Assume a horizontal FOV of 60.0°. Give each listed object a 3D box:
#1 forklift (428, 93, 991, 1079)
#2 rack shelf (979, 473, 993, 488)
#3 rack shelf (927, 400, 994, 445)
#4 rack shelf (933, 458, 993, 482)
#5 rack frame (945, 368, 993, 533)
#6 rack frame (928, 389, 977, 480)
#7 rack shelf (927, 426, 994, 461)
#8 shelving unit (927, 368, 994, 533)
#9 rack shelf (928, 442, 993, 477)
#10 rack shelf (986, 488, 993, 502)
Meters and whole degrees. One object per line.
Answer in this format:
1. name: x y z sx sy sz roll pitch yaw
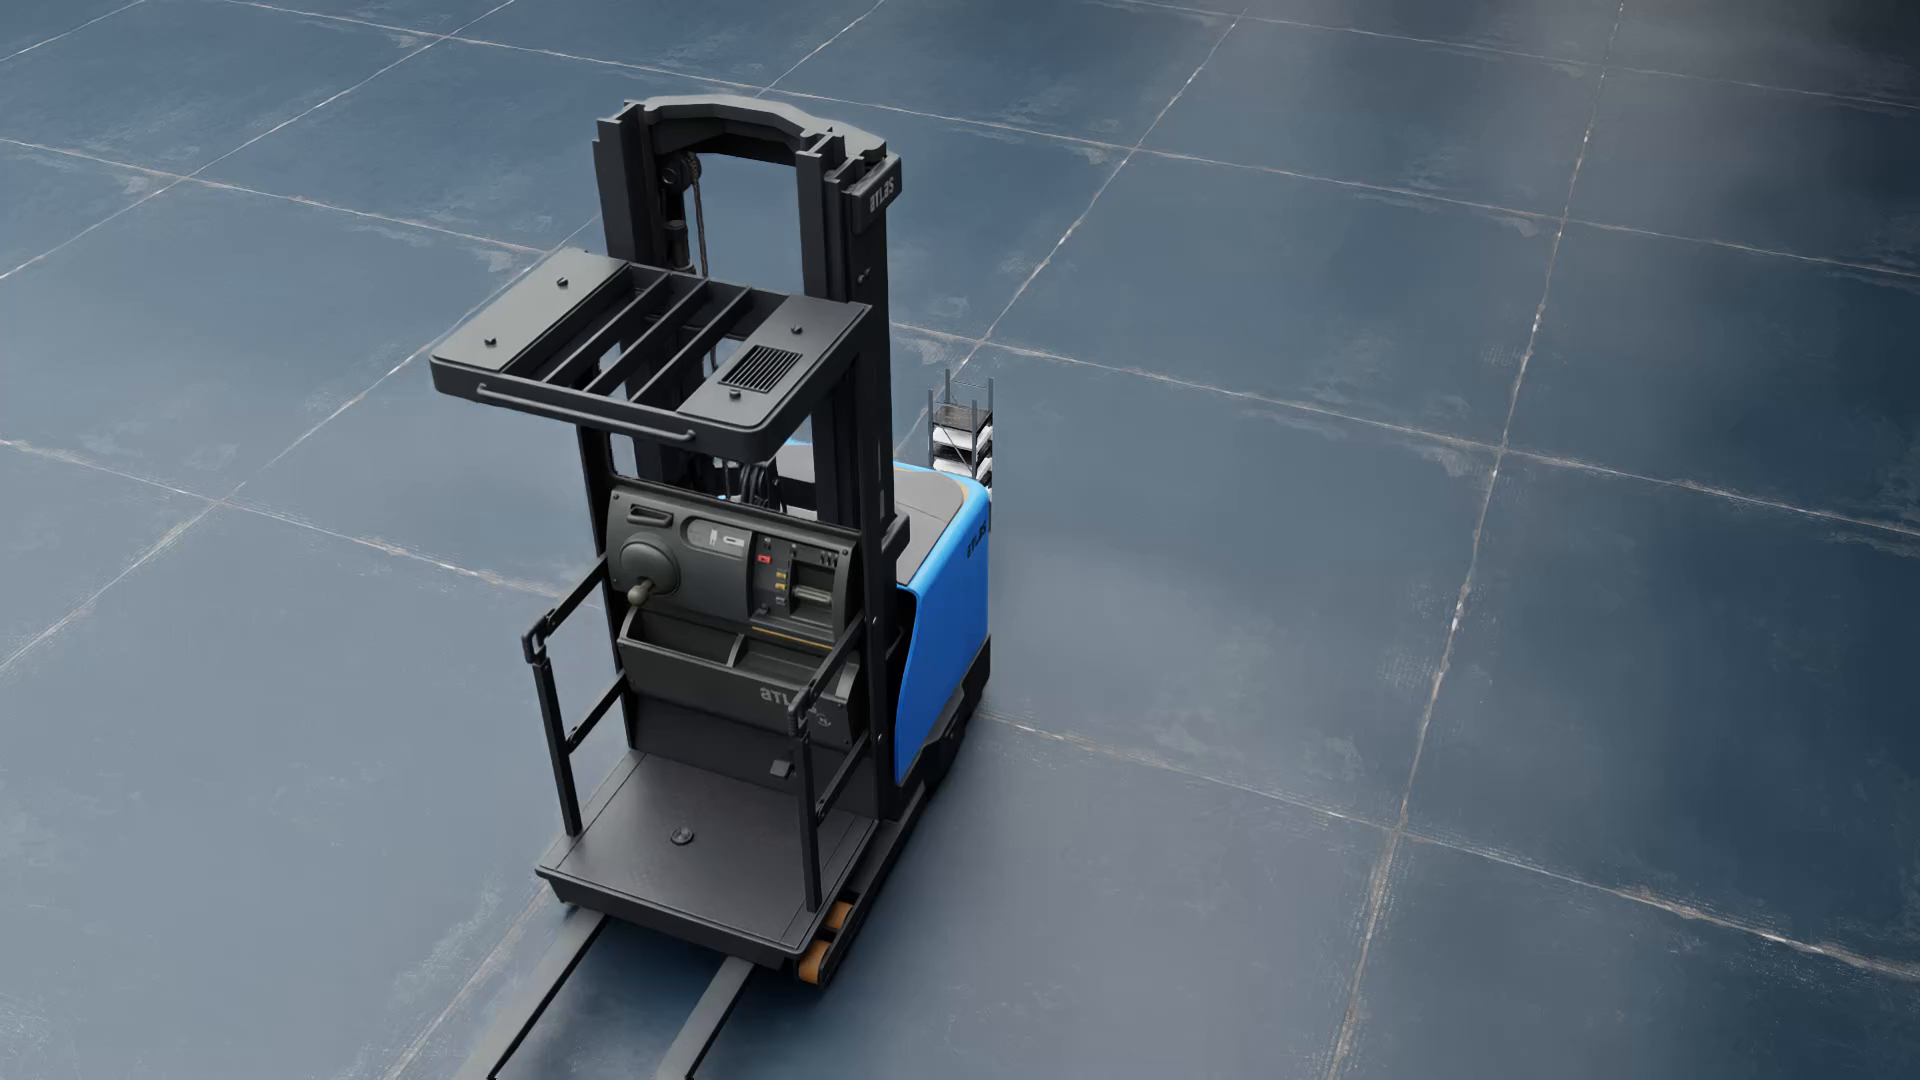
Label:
1. forklift: -0.880 0.161 5.586 1.130 2.935 3.031 13 39 17
2. rack shelf: 0.003 -0.266 8.060 0.258 0.077 0.200 14 39 18
3. rack shelf: 0.003 -0.554 7.845 0.258 0.077 0.200 14 39 18
4. rack shelf: 0.003 -0.338 8.007 0.258 0.077 0.200 14 39 18
5. rack frame: 0.042 -0.421 8.062 0.240 0.900 0.006 14 39 18
6. rack frame: -0.036 -0.309 7.911 0.240 0.900 0.006 14 39 18
7. rack shelf: 0.003 -0.482 7.899 0.258 0.077 0.200 14 39 18
8. shelving unit: 0.003 -0.365 7.987 0.258 0.900 0.210 14 39 18
9. rack shelf: 0.003 -0.410 7.953 0.258 0.077 0.200 14 39 18
10. rack shelf: 0.003 -0.194 8.114 0.258 0.077 0.200 14 39 18
